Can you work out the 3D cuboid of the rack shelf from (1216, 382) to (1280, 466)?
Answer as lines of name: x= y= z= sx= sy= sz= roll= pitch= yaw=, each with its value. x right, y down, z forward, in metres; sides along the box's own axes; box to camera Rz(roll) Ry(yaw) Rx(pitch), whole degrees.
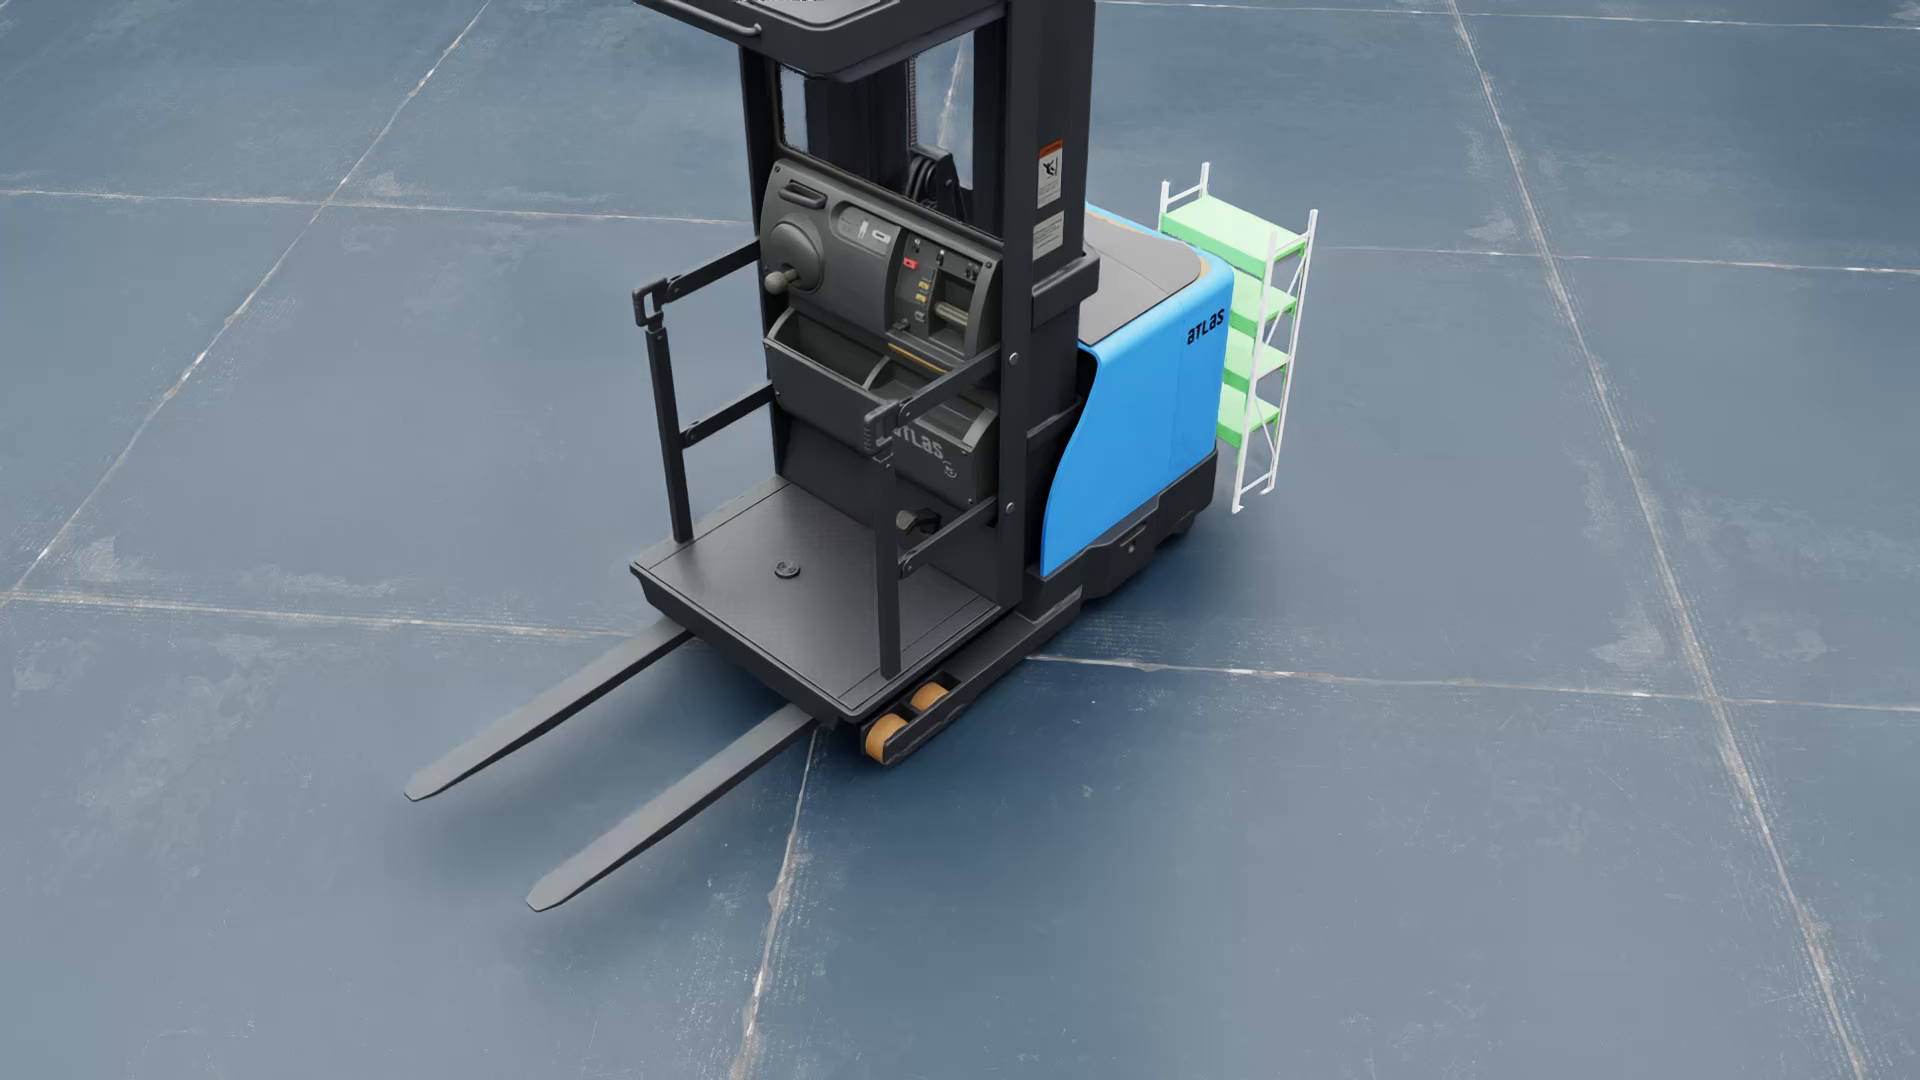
rack shelf: x=0.969 y=-0.498 z=6.389 sx=0.258 sy=0.148 sz=0.480 roll=-30 pitch=48 yaw=-33

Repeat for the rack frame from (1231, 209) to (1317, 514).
rack frame: x=1.138 y=-0.622 z=6.061 sx=0.240 sy=1.200 sz=0.015 roll=-30 pitch=48 yaw=-33

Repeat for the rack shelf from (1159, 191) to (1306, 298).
rack shelf: x=0.975 y=-1.060 z=5.940 sx=0.258 sy=0.148 sz=0.480 roll=-30 pitch=48 yaw=-33

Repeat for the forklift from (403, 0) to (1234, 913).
forklift: x=-0.402 y=-0.775 z=4.881 sx=1.130 sy=2.935 sz=3.031 roll=30 pitch=48 yaw=32

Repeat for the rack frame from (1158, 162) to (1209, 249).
rack frame: x=0.805 y=-0.847 z=6.338 sx=0.240 sy=1.200 sz=0.015 roll=-30 pitch=48 yaw=-33

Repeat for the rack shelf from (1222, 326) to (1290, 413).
rack shelf: x=0.971 y=-0.685 z=6.239 sx=0.258 sy=0.148 sz=0.480 roll=-30 pitch=48 yaw=-33

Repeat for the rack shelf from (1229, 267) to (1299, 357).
rack shelf: x=0.973 y=-0.872 z=6.090 sx=0.258 sy=0.148 sz=0.480 roll=-30 pitch=48 yaw=-33

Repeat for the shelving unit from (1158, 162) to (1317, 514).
shelving unit: x=0.971 y=-0.735 z=6.199 sx=0.258 sy=1.200 sz=0.503 roll=-30 pitch=48 yaw=-33
